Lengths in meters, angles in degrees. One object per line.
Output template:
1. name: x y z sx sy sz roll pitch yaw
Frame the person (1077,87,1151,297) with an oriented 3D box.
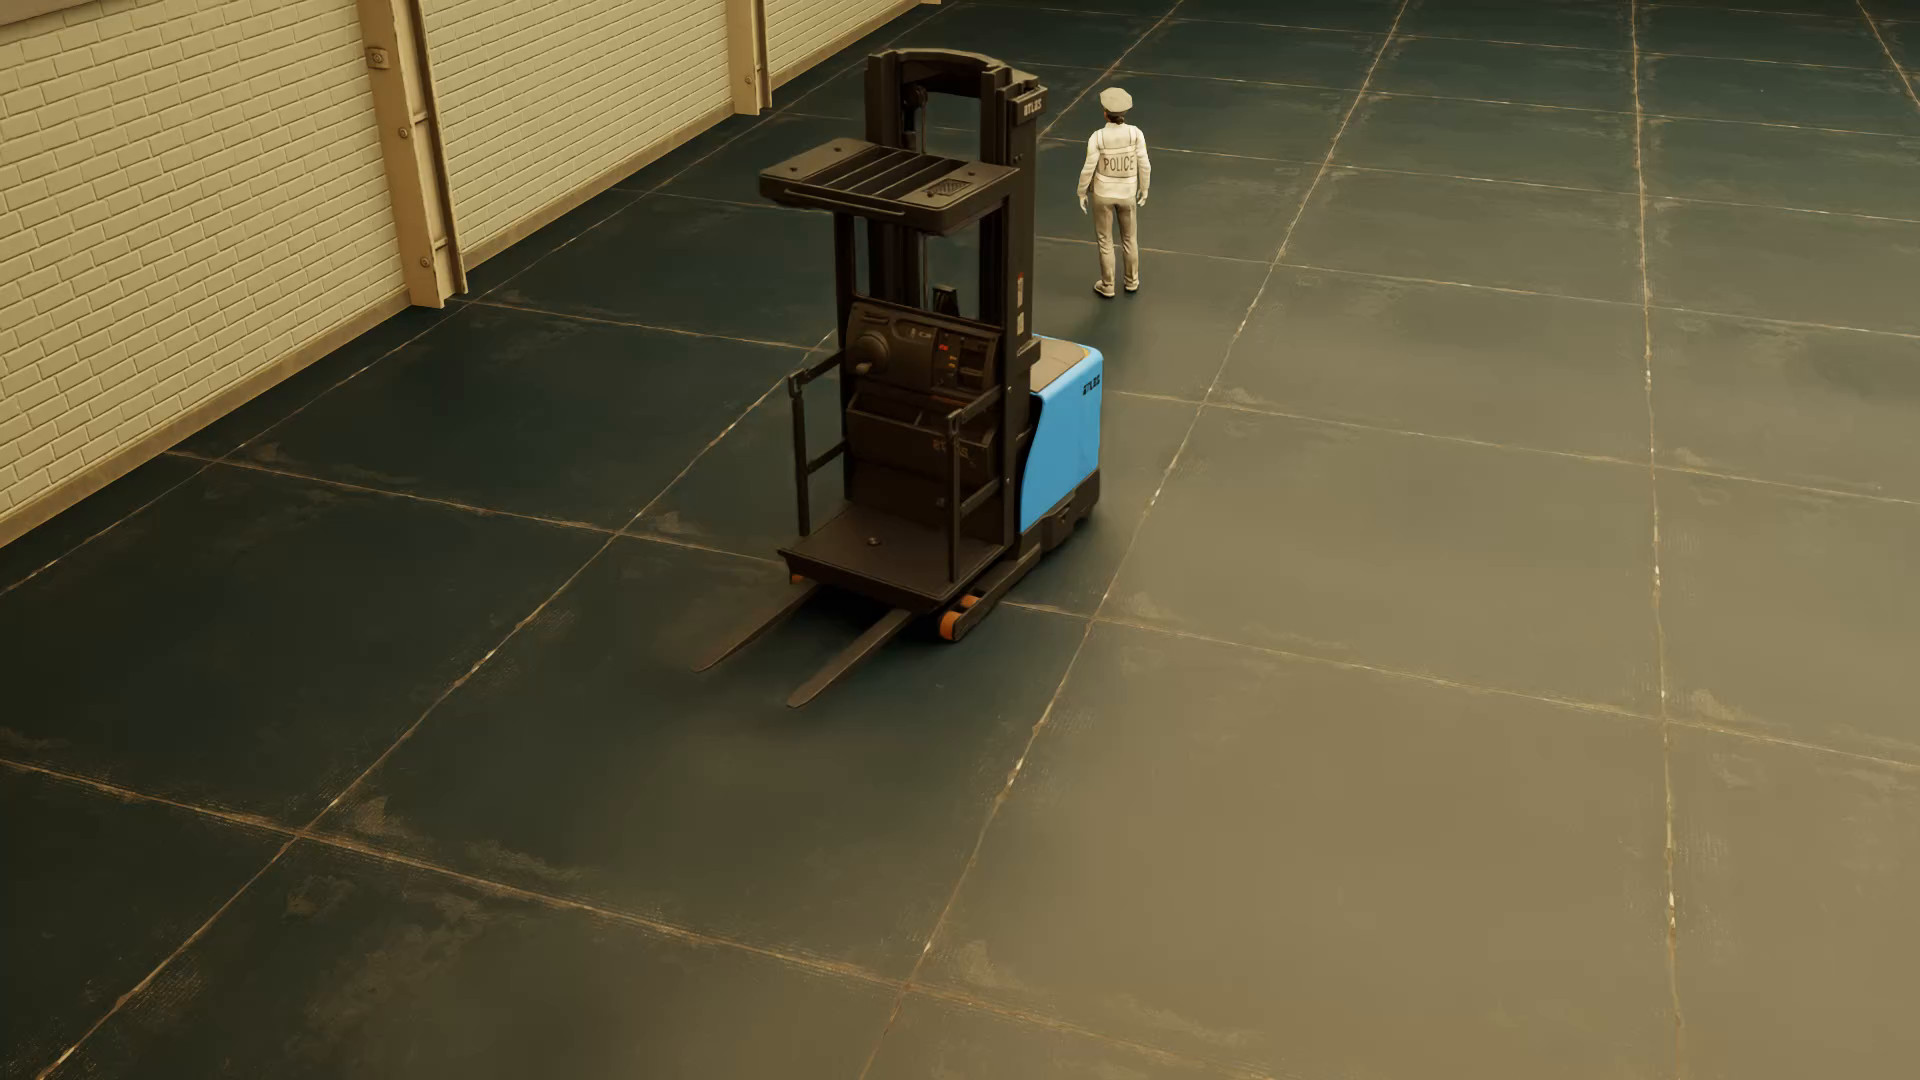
1. person: 1.213 -2.766 13.222 0.586 1.695 0.532 -3 30 -5

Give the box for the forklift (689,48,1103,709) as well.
1. forklift: -0.321 -0.979 8.854 1.130 2.935 3.031 17 34 26
